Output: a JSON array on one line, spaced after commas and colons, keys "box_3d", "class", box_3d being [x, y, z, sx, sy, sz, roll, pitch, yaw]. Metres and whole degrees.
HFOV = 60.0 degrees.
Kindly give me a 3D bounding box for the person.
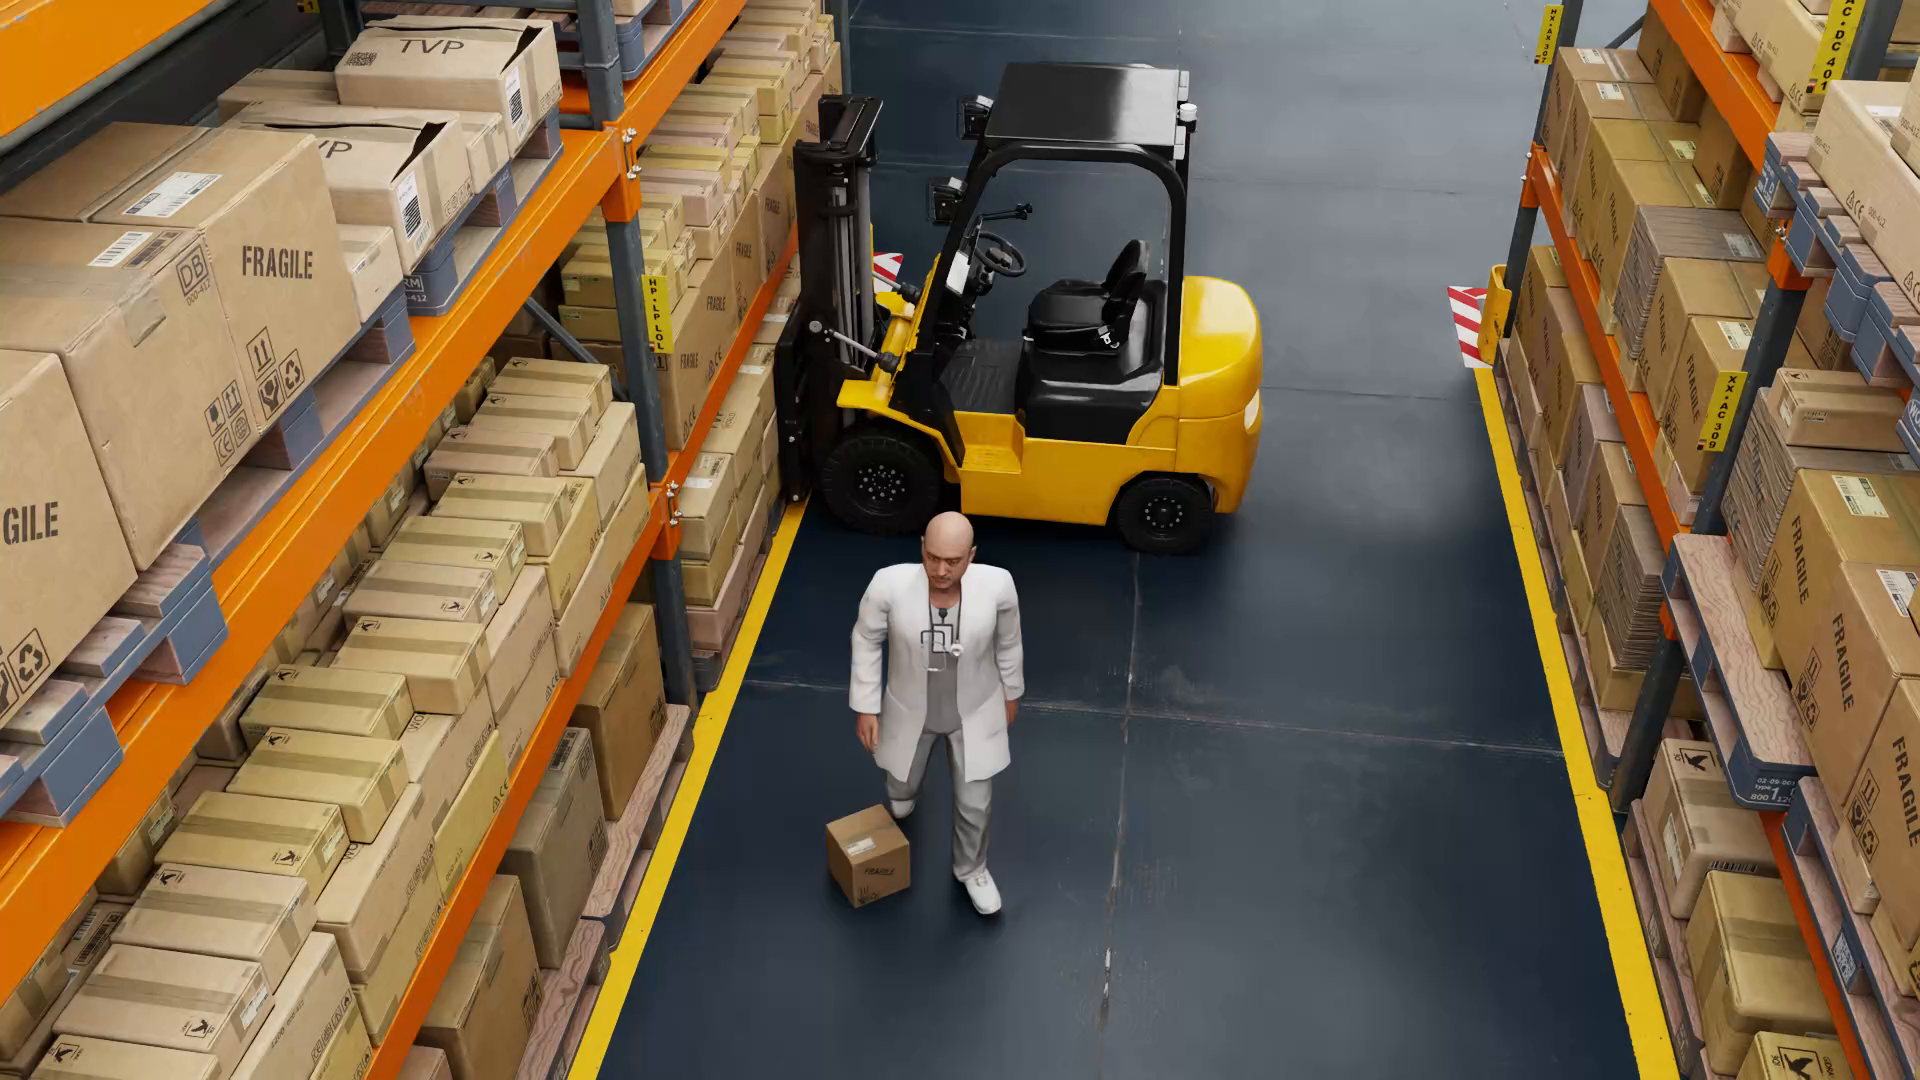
[{"box_3d": [-0.082, 0.551, 6.270, 0.652, 1.751, 0.771, 0, 36, 1], "class": "person"}]
